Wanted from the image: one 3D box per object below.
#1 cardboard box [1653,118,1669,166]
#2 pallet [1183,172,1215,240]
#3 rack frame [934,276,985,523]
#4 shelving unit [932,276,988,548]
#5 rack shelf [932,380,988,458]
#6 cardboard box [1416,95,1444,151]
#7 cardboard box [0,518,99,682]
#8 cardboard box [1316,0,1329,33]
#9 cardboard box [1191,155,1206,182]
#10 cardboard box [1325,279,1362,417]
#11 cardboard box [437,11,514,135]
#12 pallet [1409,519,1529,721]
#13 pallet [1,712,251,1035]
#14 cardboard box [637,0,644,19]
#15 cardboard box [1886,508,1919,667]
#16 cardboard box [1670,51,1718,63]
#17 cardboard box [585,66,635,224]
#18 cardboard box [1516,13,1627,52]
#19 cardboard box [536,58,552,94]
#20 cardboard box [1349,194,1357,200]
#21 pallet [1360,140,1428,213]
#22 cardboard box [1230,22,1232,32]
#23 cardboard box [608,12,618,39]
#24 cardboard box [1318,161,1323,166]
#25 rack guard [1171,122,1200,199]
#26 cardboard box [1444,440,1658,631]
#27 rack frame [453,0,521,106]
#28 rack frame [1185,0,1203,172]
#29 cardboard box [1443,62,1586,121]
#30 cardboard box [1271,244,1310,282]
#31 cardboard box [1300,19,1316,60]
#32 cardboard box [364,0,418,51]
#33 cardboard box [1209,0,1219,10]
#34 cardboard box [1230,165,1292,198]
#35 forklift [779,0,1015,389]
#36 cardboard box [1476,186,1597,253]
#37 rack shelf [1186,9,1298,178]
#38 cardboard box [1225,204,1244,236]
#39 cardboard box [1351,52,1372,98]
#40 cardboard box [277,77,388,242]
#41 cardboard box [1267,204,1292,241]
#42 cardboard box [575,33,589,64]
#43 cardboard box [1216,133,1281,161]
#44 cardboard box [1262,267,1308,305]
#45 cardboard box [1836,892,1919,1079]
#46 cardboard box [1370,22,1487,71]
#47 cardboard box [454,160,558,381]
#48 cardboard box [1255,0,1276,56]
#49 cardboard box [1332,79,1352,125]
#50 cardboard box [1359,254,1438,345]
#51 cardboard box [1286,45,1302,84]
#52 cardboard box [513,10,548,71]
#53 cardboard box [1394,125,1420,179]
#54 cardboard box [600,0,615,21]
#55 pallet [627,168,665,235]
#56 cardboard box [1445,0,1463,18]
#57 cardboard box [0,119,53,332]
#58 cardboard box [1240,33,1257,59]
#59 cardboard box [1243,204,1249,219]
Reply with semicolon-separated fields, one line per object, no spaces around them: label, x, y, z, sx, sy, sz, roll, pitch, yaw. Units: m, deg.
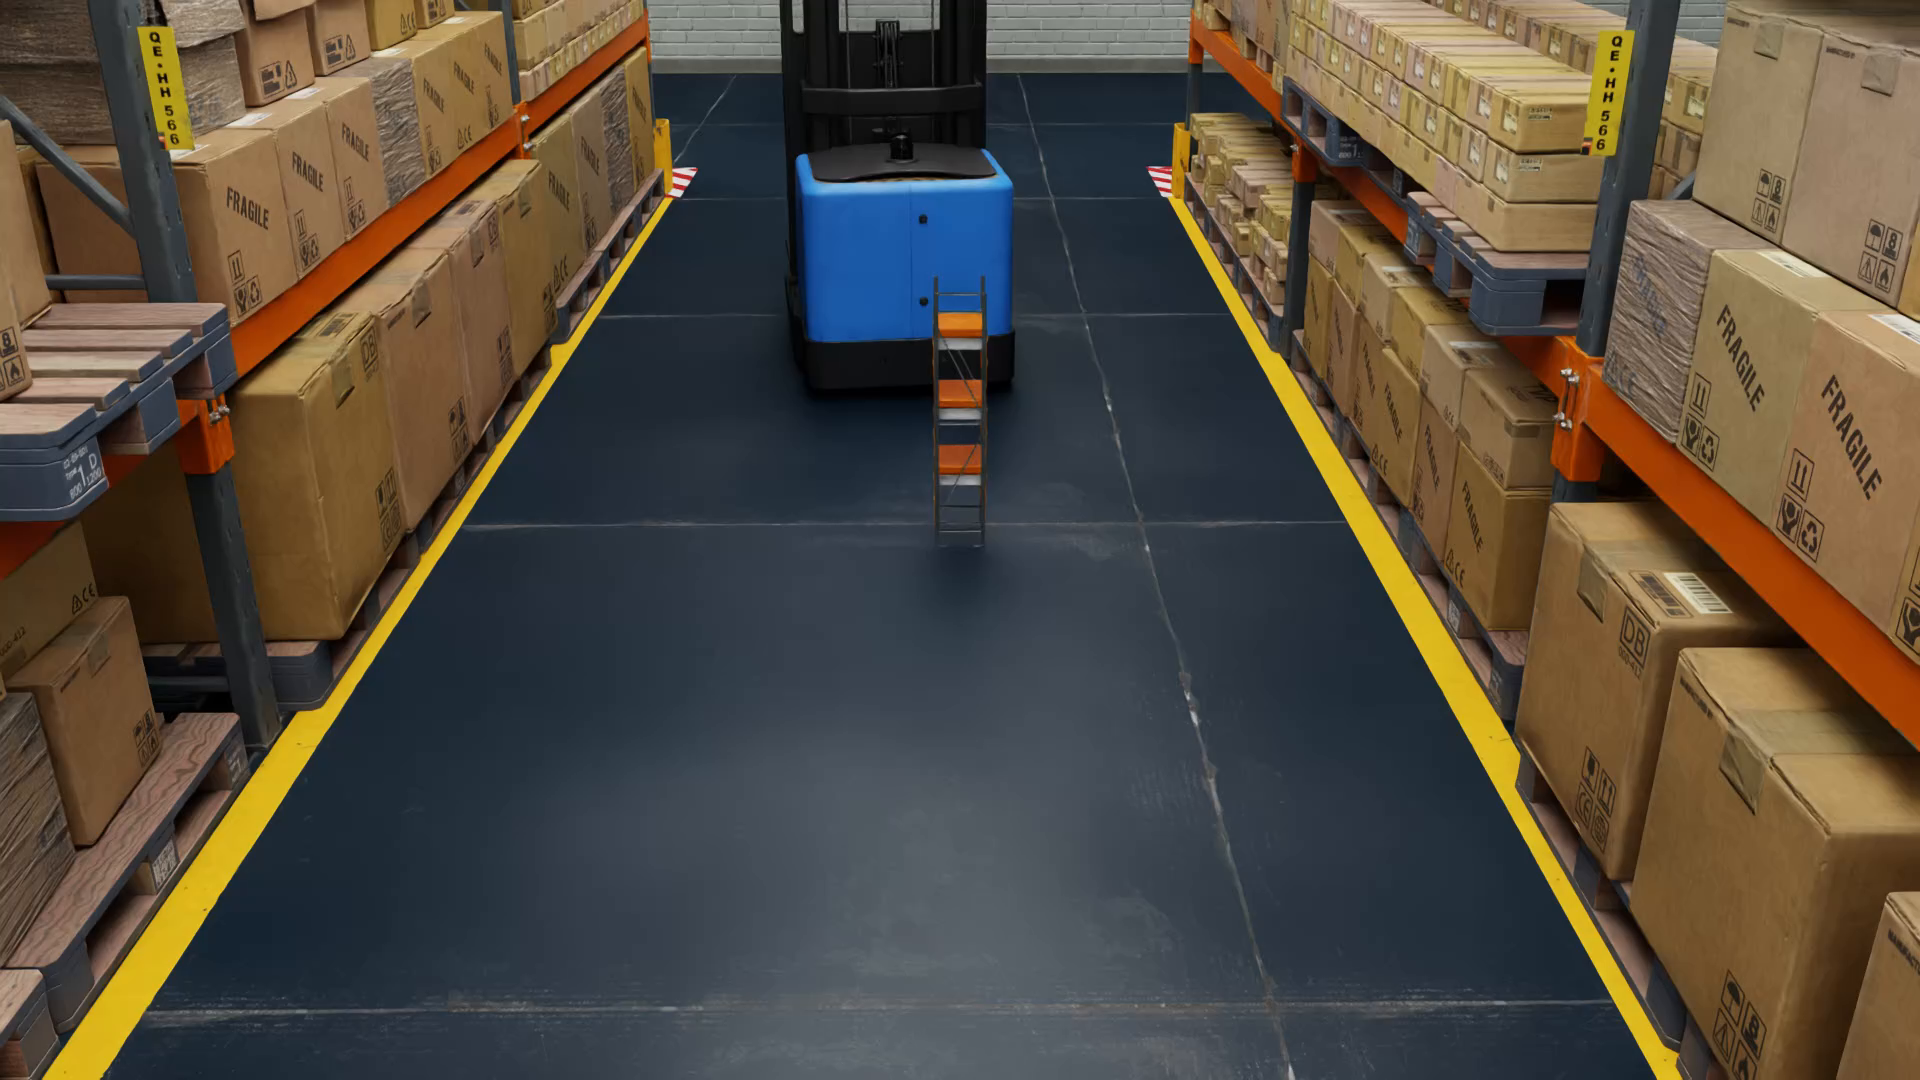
cardboard box;2.454;-1.336;5.499;0.380;0.149;0.250;-1;24;-2
pallet;2.156;-2.362;11.716;1.003;0.211;1.213;0;24;-1
rack frame;-0.002;-0.551;6.694;0.200;1.050;0.008;0;24;-1
shelving unit;-0.001;-0.500;6.582;0.215;1.050;0.252;0;24;-1
rack shelf;-0.001;-0.491;6.587;0.215;0.259;0.240;0;24;-1
cardboard box;1.796;-1.438;5.723;0.380;0.149;0.250;0;24;0
cardboard box;-2.654;0.151;4.365;0.500;0.250;0.500;1;24;2
cardboard box;1.779;-2.314;7.299;0.380;0.149;0.250;0;24;0
cardboard box;1.868;-2.674;11.972;0.380;0.149;0.250;0;24;1
cardboard box;1.976;-0.879;7.578;0.500;0.500;0.500;1;24;2
cardboard box;-2.457;-2.224;7.906;0.500;0.500;0.500;0;24;0
pallet;2.262;0.246;5.949;1.003;0.211;1.213;0;24;-1
pallet;-2.684;0.871;4.568;1.003;0.211;1.213;0;24;-1
cardboard box;-2.446;-3.758;11.725;0.380;0.149;0.250;0;24;0
cardboard box;2.021;0.061;2.854;0.500;0.500;0.500;-1;24;-1
cardboard box;2.452;-1.562;5.638;0.380;0.149;0.250;-1;24;-3
cardboard box;-2.682;-2.603;10.934;0.875;0.875;0.875;0;24;-1
cardboard box;2.439;-1.997;6.598;0.380;0.149;0.250;-1;24;-3
cardboard box;-2.409;-2.487;8.914;0.380;0.149;0.250;-1;24;-2
cardboard box;2.433;-1.875;9.483;0.380;0.149;0.250;-1;24;-1
pallet;2.207;-1.430;6.505;1.003;0.211;1.213;0;24;-1
cardboard box;1.991;-3.427;10.993;0.380;0.149;0.250;1;24;2
cardboard box;-2.433;-3.337;10.794;0.380;0.149;0.250;-1;24;-2
cardboard box;2.438;-2.301;10.425;0.380;0.149;0.250;0;24;0
rack guard;2.183;-2.828;12.397;1.175;0.500;0.348;0;24;-1
cardboard box;2.001;-0.025;5.688;0.500;0.500;0.500;0;24;-1
rack frame;-2.735;-2.370;8.350;1.000;3.000;0.127;0;24;-1
rack frame;2.182;-3.999;11.951;1.000;3.000;0.127;0;24;-1
cardboard box;1.802;-1.461;5.415;0.380;0.149;0.250;0;24;1
cardboard box;1.904;-1.507;9.030;0.380;0.149;0.250;0;24;0
cardboard box;1.775;-2.292;7.611;0.380;0.149;0.250;-1;24;-2
cardboard box;-2.724;-2.326;6.915;0.797;0.503;0.637;0;24;0
cardboard box;1.942;-3.773;10.970;0.500;0.500;0.500;0;24;0
cardboard box;1.874;-2.196;10.194;0.380;0.149;0.250;-1;24;-2
forklift;-0.437;-2.657;9.069;1.130;2.935;3.031;-3;25;-7
cardboard box;1.804;-0.980;5.073;0.380;0.149;0.250;0;24;0
rack shelf;2.204;-2.847;10.277;1.077;0.370;4.000;0;24;-1
cardboard box;1.898;-2.036;10.563;0.380;0.149;0.250;0;24;-1
cardboard box;1.789;-1.858;6.652;0.380;0.149;0.250;-1;24;-1
cardboard box;-2.442;-1.392;6.067;0.500;0.500;0.500;-1;24;-2
cardboard box;1.919;-1.764;9.239;0.380;0.149;0.250;0;24;0
cardboard box;-2.420;-2.913;9.855;0.380;0.149;0.250;0;24;0
cardboard box;1.931;-2.625;11.143;0.380;0.149;0.250;-1;24;-3
cardboard box;1.881;-1.403;9.162;0.380;0.149;0.250;0;24;0
cardboard box;2.209;1.127;2.839;1.050;0.750;0.750;0;24;-1
cardboard box;1.792;-1.890;6.362;0.380;0.149;0.250;0;24;1
cardboard box;-2.708;-1.329;8.118;1.225;0.875;0.875;0;24;0
cardboard box;1.933;-2.944;9.136;0.500;0.500;0.500;-1;24;-2
cardboard box;1.783;-1.837;6.968;0.380;0.149;0.250;-1;24;-3
cardboard box;1.979;-1.009;6.955;0.500;0.250;0.500;1;24;1
cardboard box;1.770;-2.263;7.909;0.380;0.149;0.250;-1;24;-3
cardboard box;-2.478;-2.632;8.750;0.500;0.250;0.500;-1;24;-2
cardboard box;1.797;-1.402;6.006;0.380;0.149;0.250;-1;24;-3
cardboard box;-2.497;-3.468;10.599;0.500;0.250;0.500;-1;24;-2
pallet;-2.692;-2.418;11.841;1.003;0.211;1.213;0;24;-1
cardboard box;2.429;-2.423;7.541;0.380;0.149;0.250;-1;24;-2
cardboard box;-2.646;-0.736;4.107;0.500;0.500;0.500;-3;25;-7
cardboard box;1.899;-2.997;10.040;0.380;0.149;0.250;0;24;0
cardboard box;1.959;-2.048;10.227;0.380;0.149;0.250;-1;24;-3
